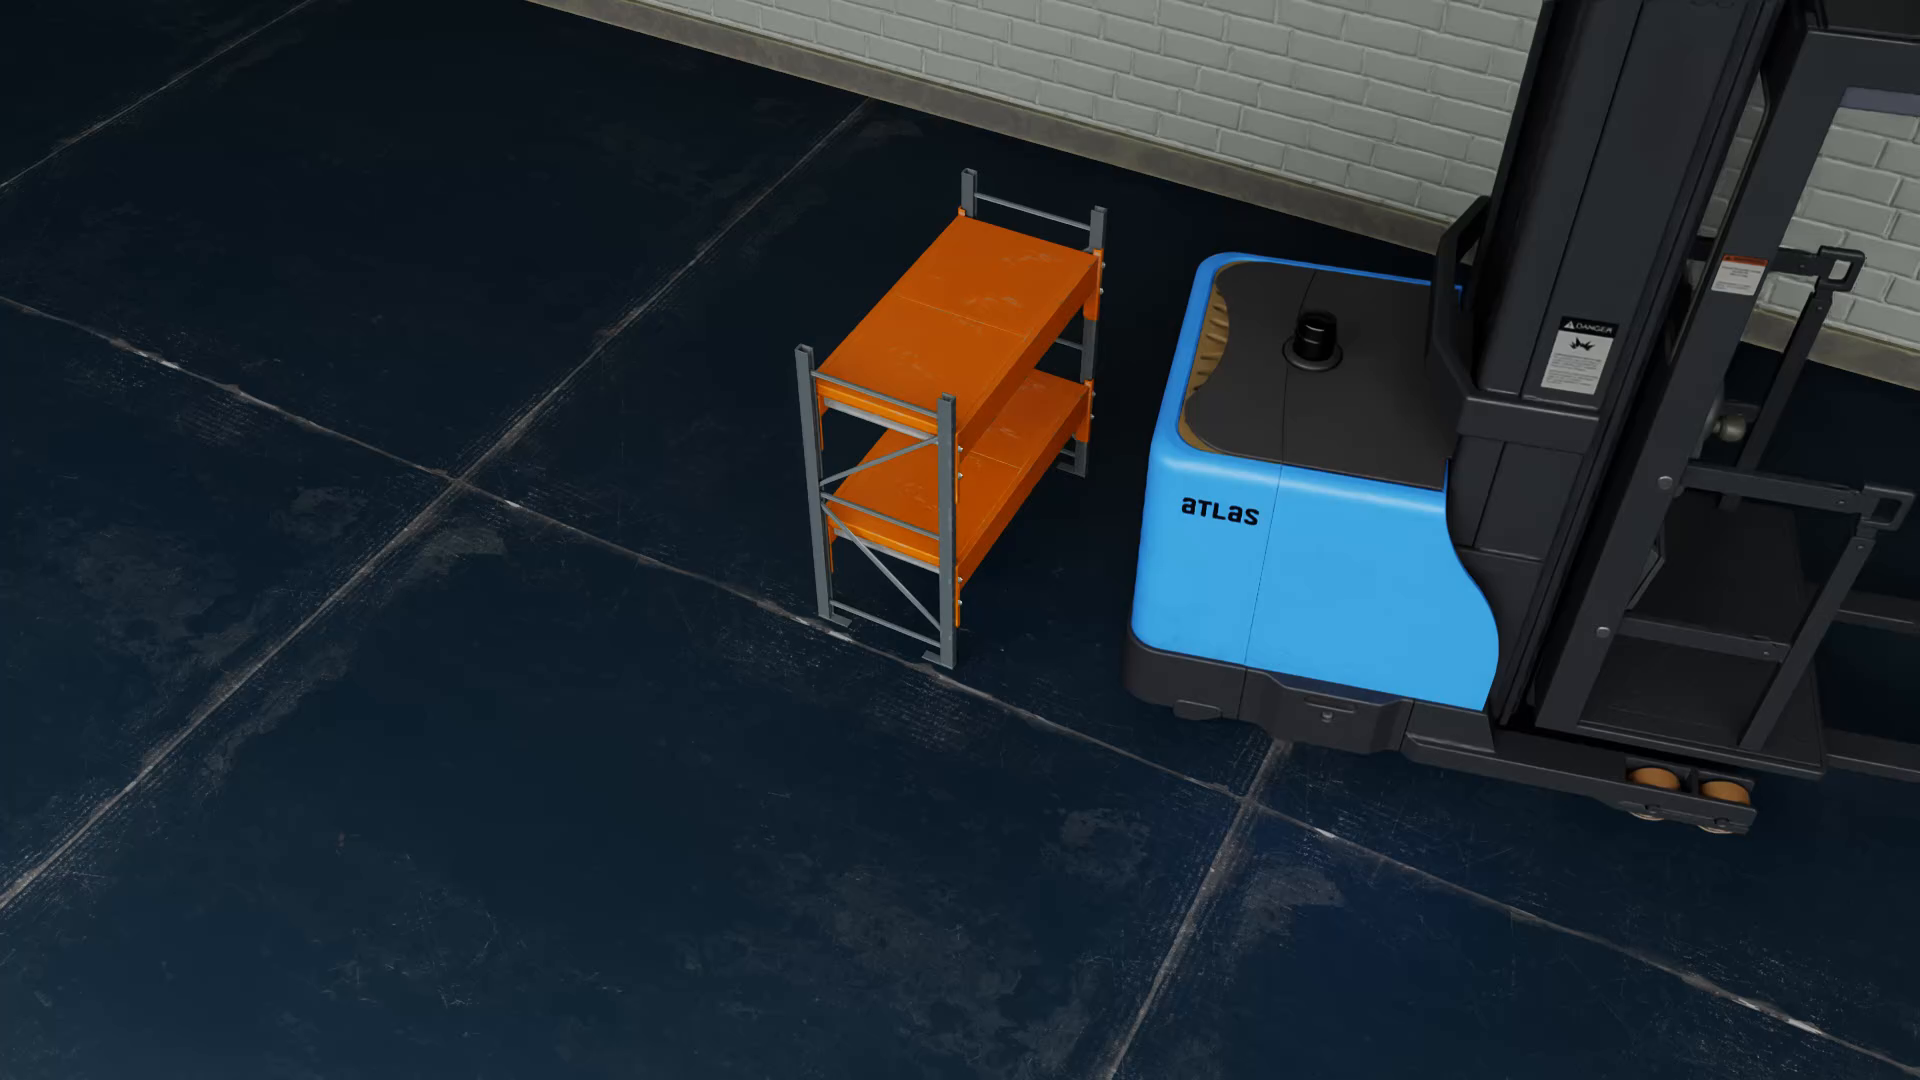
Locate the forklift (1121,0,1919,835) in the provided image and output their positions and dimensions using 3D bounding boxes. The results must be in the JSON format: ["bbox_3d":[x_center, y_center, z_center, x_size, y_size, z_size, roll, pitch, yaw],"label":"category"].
[{"bbox_3d":[2.081,-0.587,4.269,3.031,2.935,1.130,10,46,10],"label":"forklift"}]

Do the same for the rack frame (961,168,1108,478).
[{"bbox_3d":[0.233,-0.711,5.662,0.500,1.125,0.032,20,49,19],"label":"rack frame"}]

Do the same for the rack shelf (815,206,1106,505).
[{"bbox_3d":[-0.003,-0.597,5.138,0.538,0.278,1.000,20,49,19],"label":"rack shelf"}]

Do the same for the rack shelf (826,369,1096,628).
[{"bbox_3d":[-0.003,-0.219,5.520,0.538,0.278,1.000,20,49,19],"label":"rack shelf"}]

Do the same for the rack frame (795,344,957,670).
[{"bbox_3d":[-0.239,-0.071,5.029,0.500,1.125,0.032,20,49,19],"label":"rack frame"}]

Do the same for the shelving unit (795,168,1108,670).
[{"bbox_3d":[-0.003,-0.391,5.346,0.538,1.125,1.048,20,49,19],"label":"shelving unit"}]
